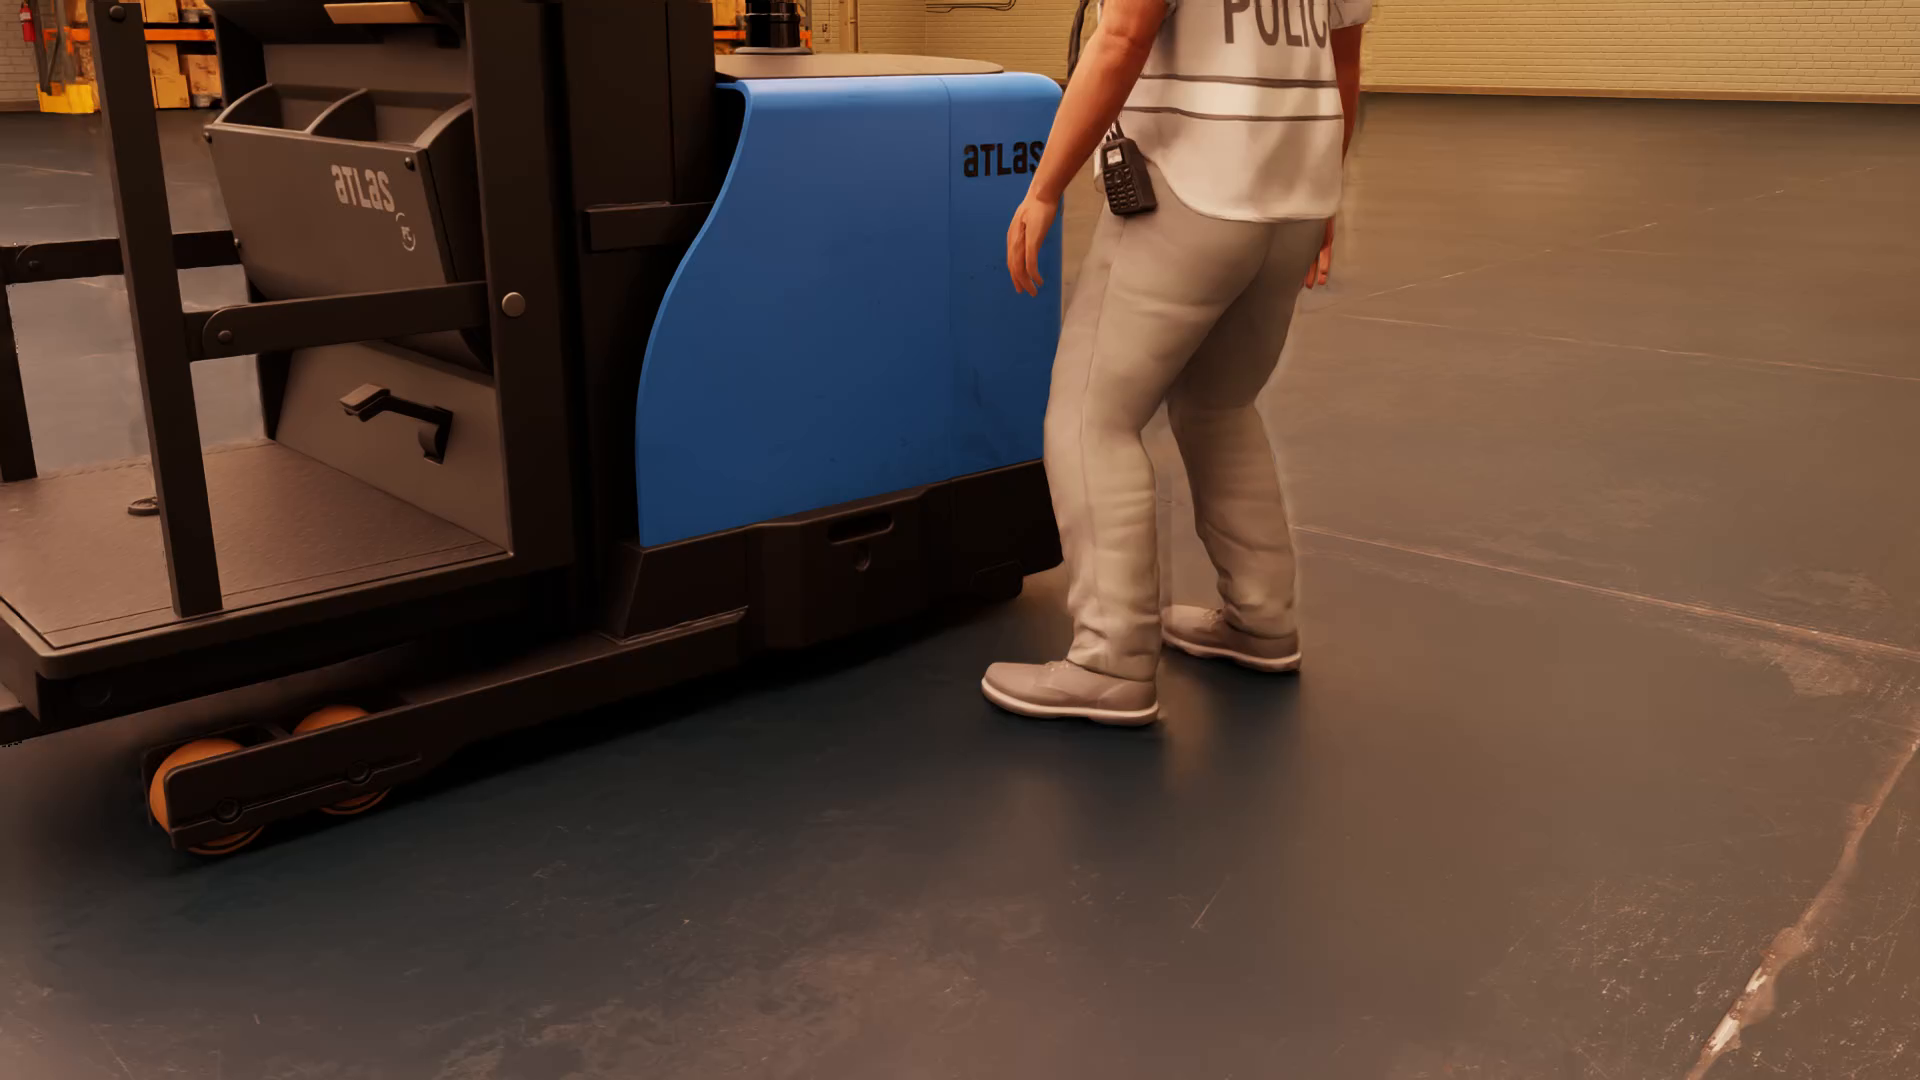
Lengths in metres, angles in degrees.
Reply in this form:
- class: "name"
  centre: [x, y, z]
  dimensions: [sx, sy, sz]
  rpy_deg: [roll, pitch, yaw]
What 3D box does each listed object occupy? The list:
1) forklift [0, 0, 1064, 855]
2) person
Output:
- class: "forklift"
  centre: [-1.214, -1.114, 2.566]
  dimensions: [3.031, 2.935, 1.130]
  rpy_deg: [-14, 22, -39]
- class: "person"
  centre: [0.421, -0.576, 2.872]
  dimensions: [0.775, 1.724, 0.386]
  rpy_deg: [-16, 23, -42]
